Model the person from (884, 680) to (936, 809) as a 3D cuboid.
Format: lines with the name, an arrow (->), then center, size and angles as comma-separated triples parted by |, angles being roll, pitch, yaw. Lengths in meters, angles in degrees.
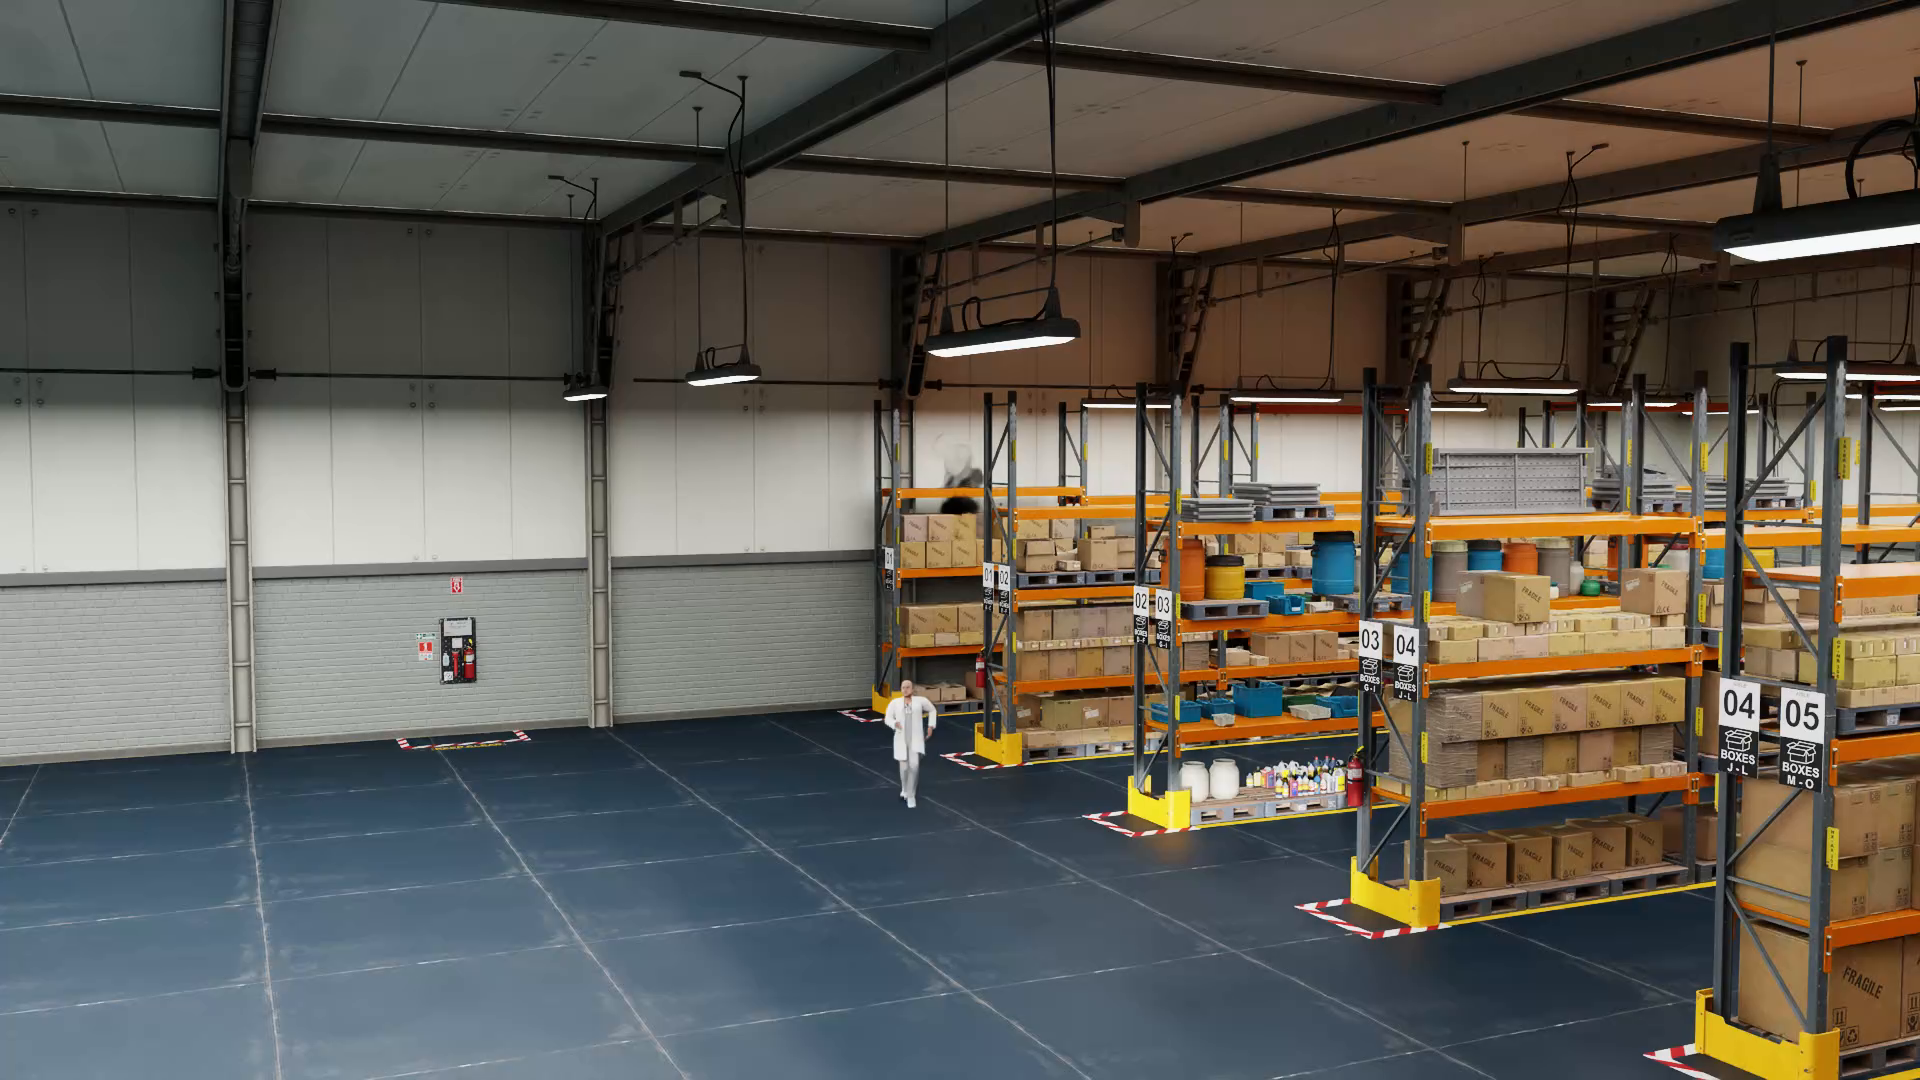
person -> -0.719, 2.916, 23.842 | 0.723, 1.820, 0.827 | 0, 3, 6
